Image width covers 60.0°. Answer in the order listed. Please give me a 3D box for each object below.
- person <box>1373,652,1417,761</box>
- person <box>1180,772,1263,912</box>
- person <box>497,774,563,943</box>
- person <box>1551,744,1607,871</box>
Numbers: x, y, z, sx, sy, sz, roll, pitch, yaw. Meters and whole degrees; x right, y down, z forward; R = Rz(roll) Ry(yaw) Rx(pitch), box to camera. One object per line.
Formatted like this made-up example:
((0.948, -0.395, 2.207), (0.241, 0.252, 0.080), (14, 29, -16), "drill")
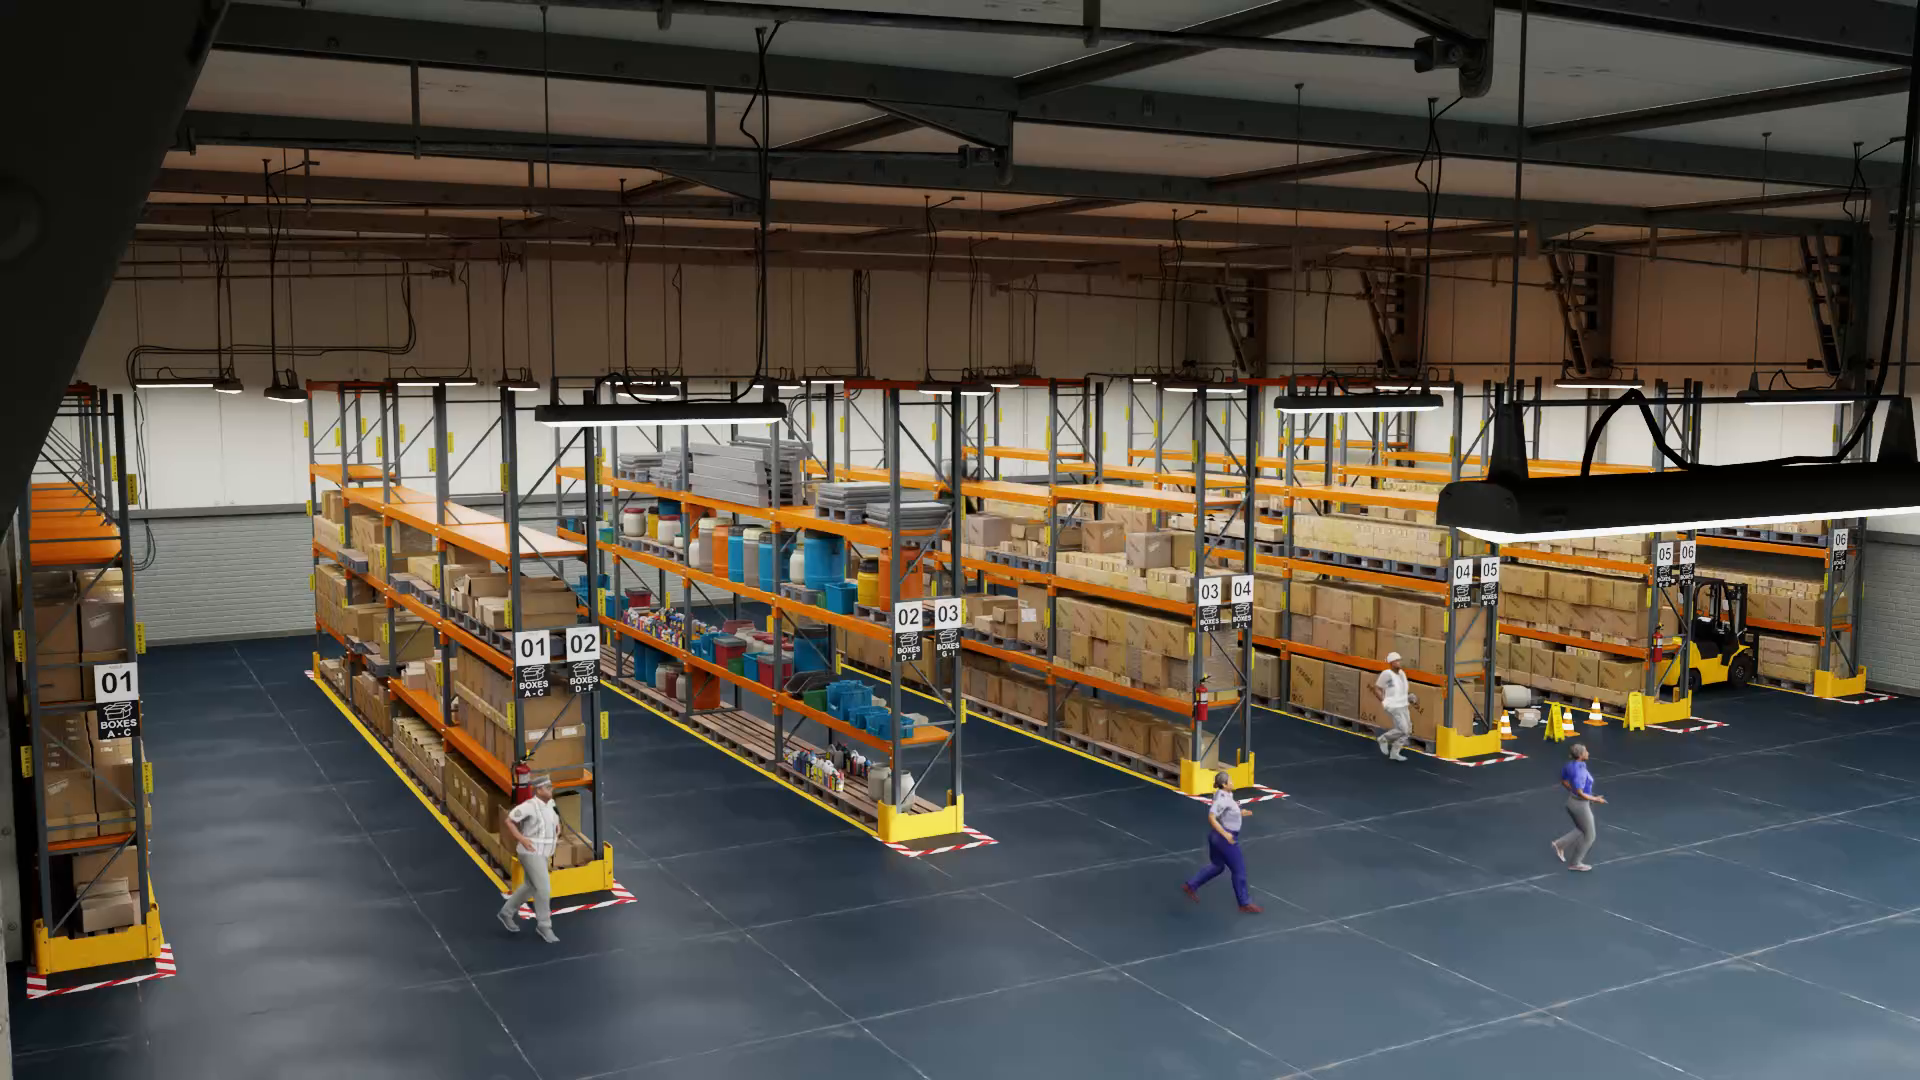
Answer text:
((6.965, 2.653, 26.467), (0.675, 1.722, 0.560), (-6, 8, -42), "person")
((3.039, 3.466, 19.149), (0.921, 1.628, 0.610), (0, 6, -3), "person")
((-4.737, 3.503, 18.534), (0.835, 1.810, 0.687), (1, 6, 13), "person")
((7.742, 3.328, 20.744), (0.539, 1.605, 0.572), (0, 6, 4), "person")
